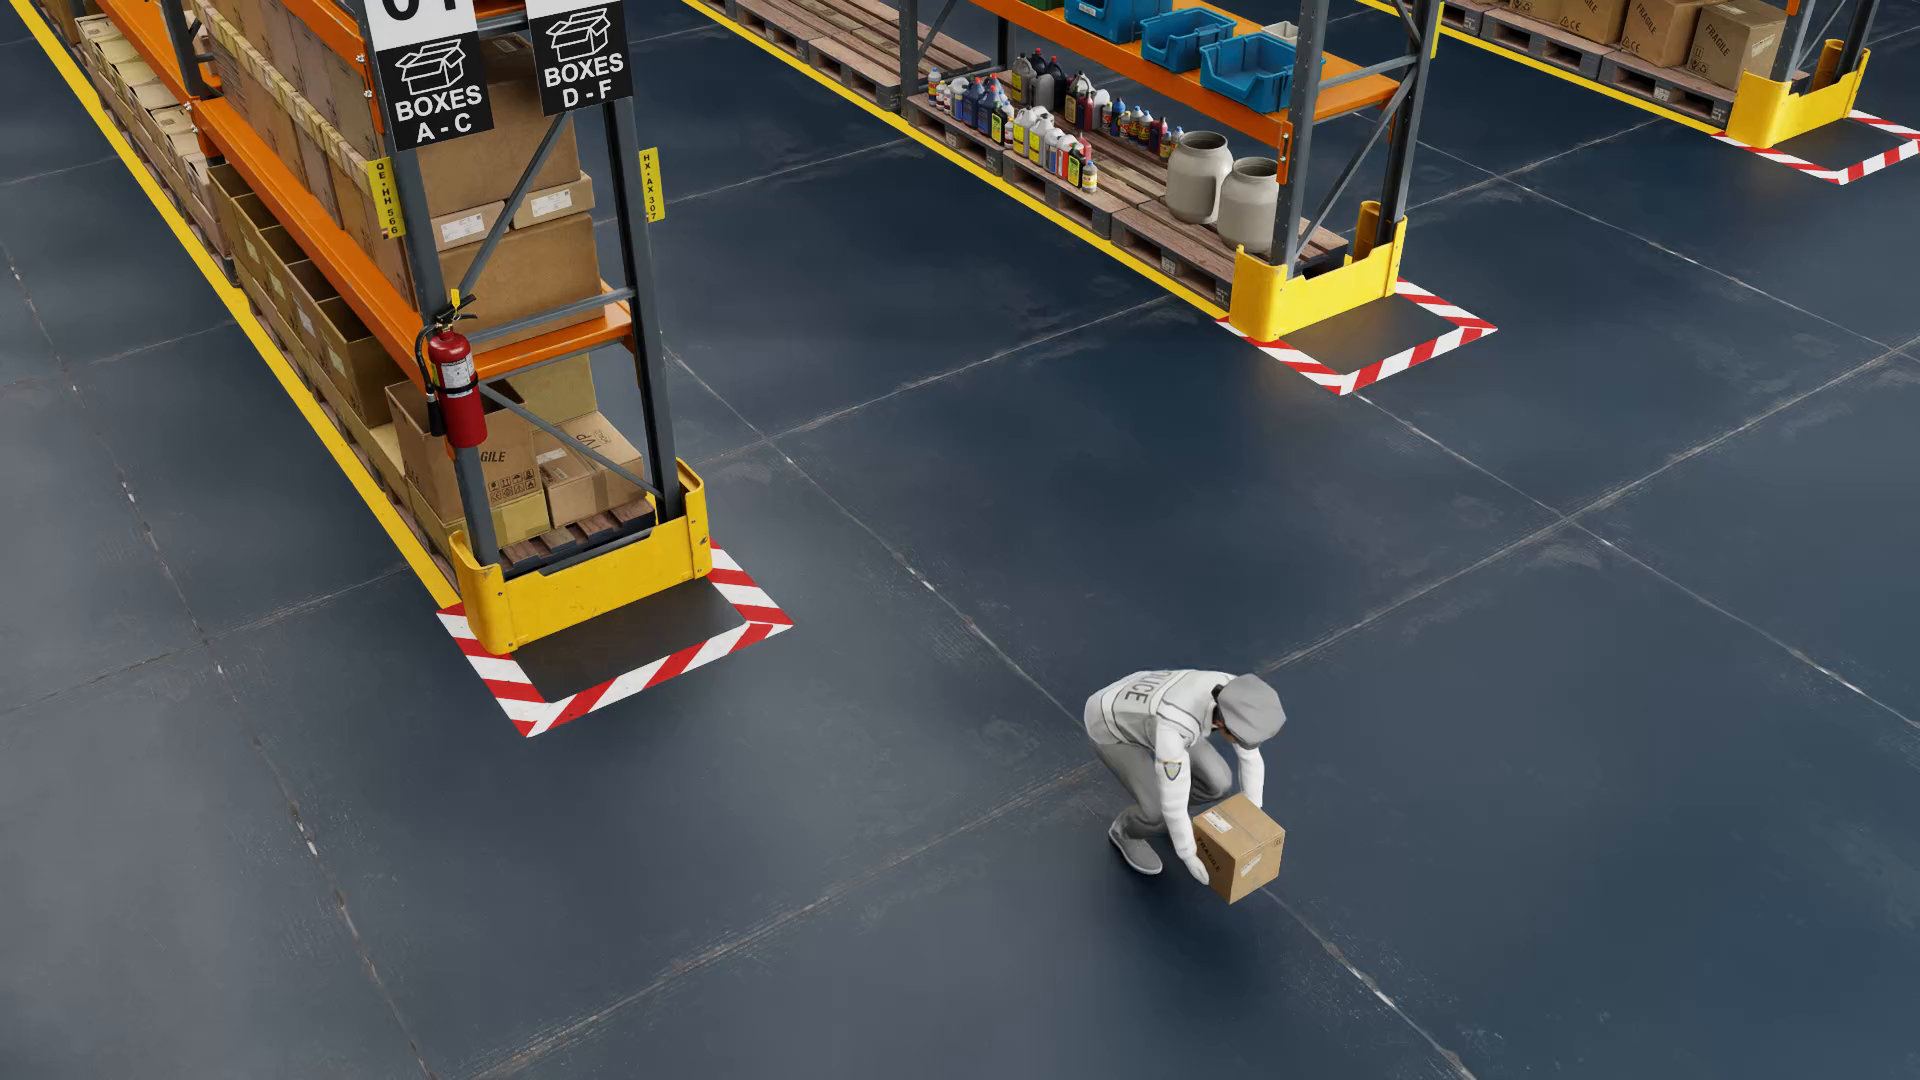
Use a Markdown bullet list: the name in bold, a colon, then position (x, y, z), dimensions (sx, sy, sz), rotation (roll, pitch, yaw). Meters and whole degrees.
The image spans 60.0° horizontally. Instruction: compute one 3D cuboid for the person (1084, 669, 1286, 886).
- **person**: position (0.856, 0.828, 6.417), dimensions (0.497, 1.036, 0.819), rotation (-23, 42, -28)
